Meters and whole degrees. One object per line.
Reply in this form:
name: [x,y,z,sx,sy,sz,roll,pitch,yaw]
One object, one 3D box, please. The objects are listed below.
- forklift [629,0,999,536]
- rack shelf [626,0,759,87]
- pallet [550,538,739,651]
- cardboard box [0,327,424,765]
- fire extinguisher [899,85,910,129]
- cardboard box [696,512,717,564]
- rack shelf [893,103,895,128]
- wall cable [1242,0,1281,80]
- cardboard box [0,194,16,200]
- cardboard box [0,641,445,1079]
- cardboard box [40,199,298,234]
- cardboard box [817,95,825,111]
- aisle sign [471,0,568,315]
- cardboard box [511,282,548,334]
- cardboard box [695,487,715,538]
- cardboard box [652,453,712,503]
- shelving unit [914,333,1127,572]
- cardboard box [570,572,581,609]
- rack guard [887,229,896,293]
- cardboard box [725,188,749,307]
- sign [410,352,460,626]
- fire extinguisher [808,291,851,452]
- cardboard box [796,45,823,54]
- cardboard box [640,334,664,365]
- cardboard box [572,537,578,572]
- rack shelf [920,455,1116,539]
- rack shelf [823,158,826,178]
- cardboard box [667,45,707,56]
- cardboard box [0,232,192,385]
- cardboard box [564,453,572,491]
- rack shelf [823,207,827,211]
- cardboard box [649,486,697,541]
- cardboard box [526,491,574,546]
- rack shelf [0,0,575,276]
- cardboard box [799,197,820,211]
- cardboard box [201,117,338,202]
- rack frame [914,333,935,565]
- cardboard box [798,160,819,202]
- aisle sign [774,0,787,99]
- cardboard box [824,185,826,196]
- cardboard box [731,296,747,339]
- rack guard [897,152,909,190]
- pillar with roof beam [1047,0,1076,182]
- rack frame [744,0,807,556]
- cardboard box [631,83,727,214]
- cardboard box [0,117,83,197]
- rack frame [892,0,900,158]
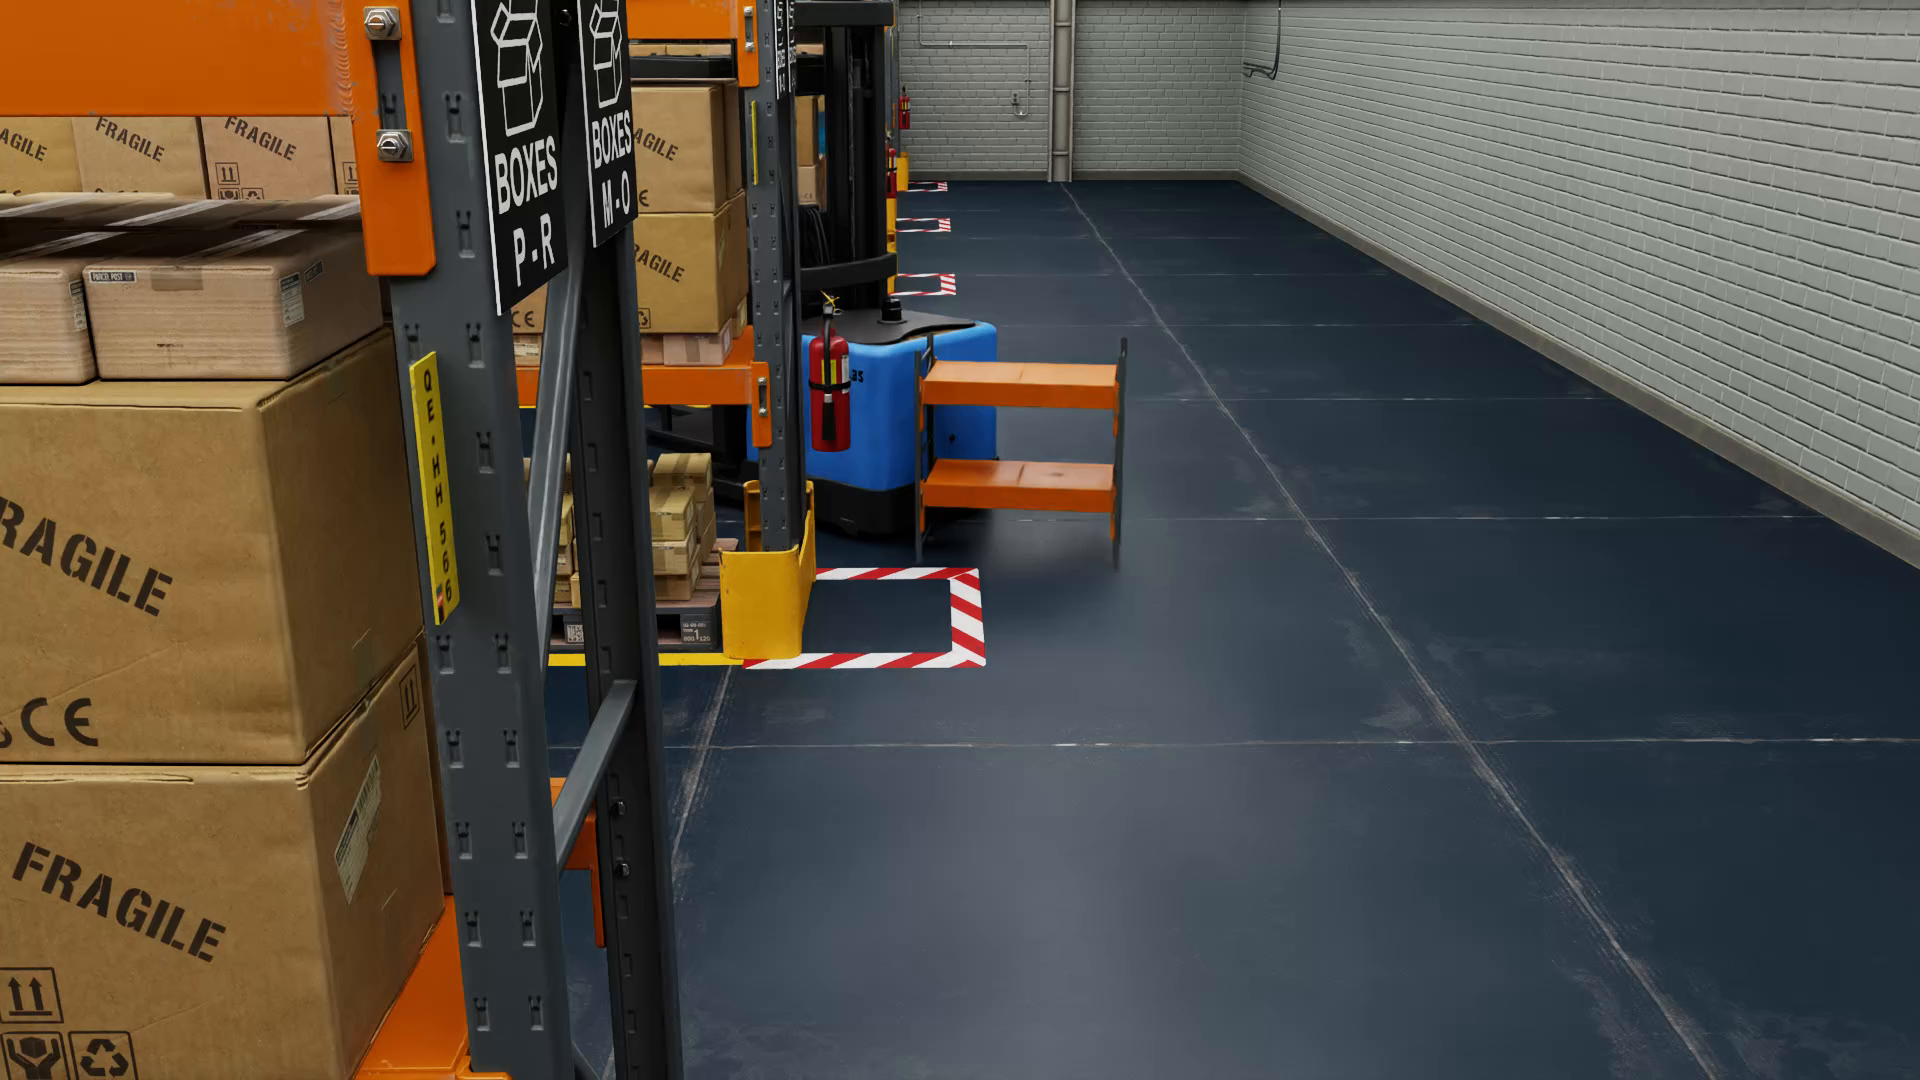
forklift: [-1.222,-1.769,9.763,3.031,2.935,1.130,15,23,38]
rack shelf: [-2.819,-2.152,7.112,4.000,0.370,1.077,0,18,-1]
pallet: [-1.708,0.245,7.937,1.213,0.211,1.003,0,18,-1]
cardboard box: [-1.118,-0.013,2.378,0.500,0.500,0.500,0,18,1]
fire extinguisher: [-0.873,-6.775,25.994,0.183,0.674,0.296,0,18,-1]
cardboard box: [-1.348,-0.014,8.159,0.250,0.149,0.380,0,18,0]
rack shelf: [-3.031,-6.778,26.442,4.000,0.370,1.077,0,18,-1]
wall cable: [4.630,-8.426,25.665,0.112,2.526,3.097,0,18,-1]
cardboard box: [-1.785,-0.484,2.783,0.250,0.149,0.380,-1,18,-3]
cardboard box: [-1.118,0.471,2.505,0.500,0.500,0.500,0,18,-1]
cardboard box: [-1.260,-0.457,2.699,0.250,0.149,0.380,0,18,0]
cardboard box: [-1.911,-5.576,21.354,0.500,0.500,0.500,0,18,0]
aisle sign: [-0.563,-0.708,2.088,0.004,0.787,0.394,0,18,-1]
cardboard box: [-1.779,-1.183,7.175,0.500,0.500,0.500,-1,18,-2]
cardboard box: [-1.347,-0.136,8.053,0.250,0.149,0.380,0,18,1]
cardboard box: [-1.348,-0.303,8.087,0.250,0.149,0.380,-1,18,-3]
shelving unit: [0.321,-0.464,8.653,1.048,1.125,0.538,2,18,7]
cardboard box: [-1.598,0.180,7.555,0.250,0.149,0.380,0,18,1]
rack guard: [-0.851,-2.918,17.325,0.348,0.500,1.175,0,18,-1]
cardboard box: [-1.272,-1.347,7.686,0.500,0.500,0.500,1,18,2]
sign: [-0.645,-0.063,2.050,0.005,0.325,0.100,0,18,-1]
fire extinguisher: [-0.560,-0.722,7.124,0.183,0.674,0.296,0,18,-1]
cardboard box: [-1.895,-6.052,21.202,0.500,0.500,0.500,0,18,1]
cardboard box: [-1.390,-0.879,7.287,0.250,0.149,0.380,0,18,-1]
cardboard box: [-1.604,0.015,7.584,0.250,0.149,0.380,-1,18,-2]
rack shelf: [0.321,-0.231,8.727,1.000,0.278,0.538,2,18,7]
rack shelf: [-2.874,-3.752,17.010,4.000,0.370,1.077,0,18,-1]
cardboard box: [-3.443,-6.043,21.173,0.500,0.500,0.500,-1,18,-2]
cardboard box: [-1.249,-0.326,2.290,0.250,0.149,0.380,0,18,0]
cardboard box: [-1.876,-0.303,8.086,0.250,0.149,0.380,0,18,-1]
rack shelf: [-2.796,-2.239,12.294,4.000,0.370,1.077,0,18,-1]
cardboard box: [-1.344,-0.122,7.522,0.250,0.149,0.380,0,18,0]
cardboard box: [-1.853,-0.098,7.448,0.250,0.149,0.380,-1,18,-2]
rack shelf: [-2.640,-0.641,2.401,4.000,0.370,1.077,0,18,-1]
cardboard box: [-1.147,-2.369,11.934,0.250,0.149,0.380,0,18,0]
cardboard box: [-2.828,-1.652,6.999,0.500,0.500,0.500,-1,18,-3]
rack frame: [-0.183,-0.483,8.711,0.032,1.125,0.500,2,18,7]
cardboard box: [-1.277,-2.578,11.932,0.500,0.250,0.500,-1,18,-2]
aisle sign: [-0.741,-2.222,6.809,0.004,0.787,0.394,0,18,-1]
cardboard box: [-1.997,-4.599,22.254,0.500,0.250,0.500,0,18,-1]
cardboard box: [-1.148,-1.055,7.836,0.250,0.149,0.380,0,18,-1]
rack guard: [-1.007,-5.940,26.745,0.348,0.500,1.175,0,18,-1]
pillar with roof beam: [1.723,-8.949,22.212,0.400,9.000,9.100,0,18,-1]
rack frame: [-0.819,-1.076,7.491,0.127,3.000,1.000,0,18,-1]
cardboard box: [-1.273,-1.663,7.034,0.500,0.500,0.500,-1,18,-2]
cardboard box: [-3.845,-1.657,7.014,0.500,0.500,0.500,-1,18,-3]
rack frame: [-1.031,-7.130,26.363,0.127,3.000,1.000,0,18,-1]
